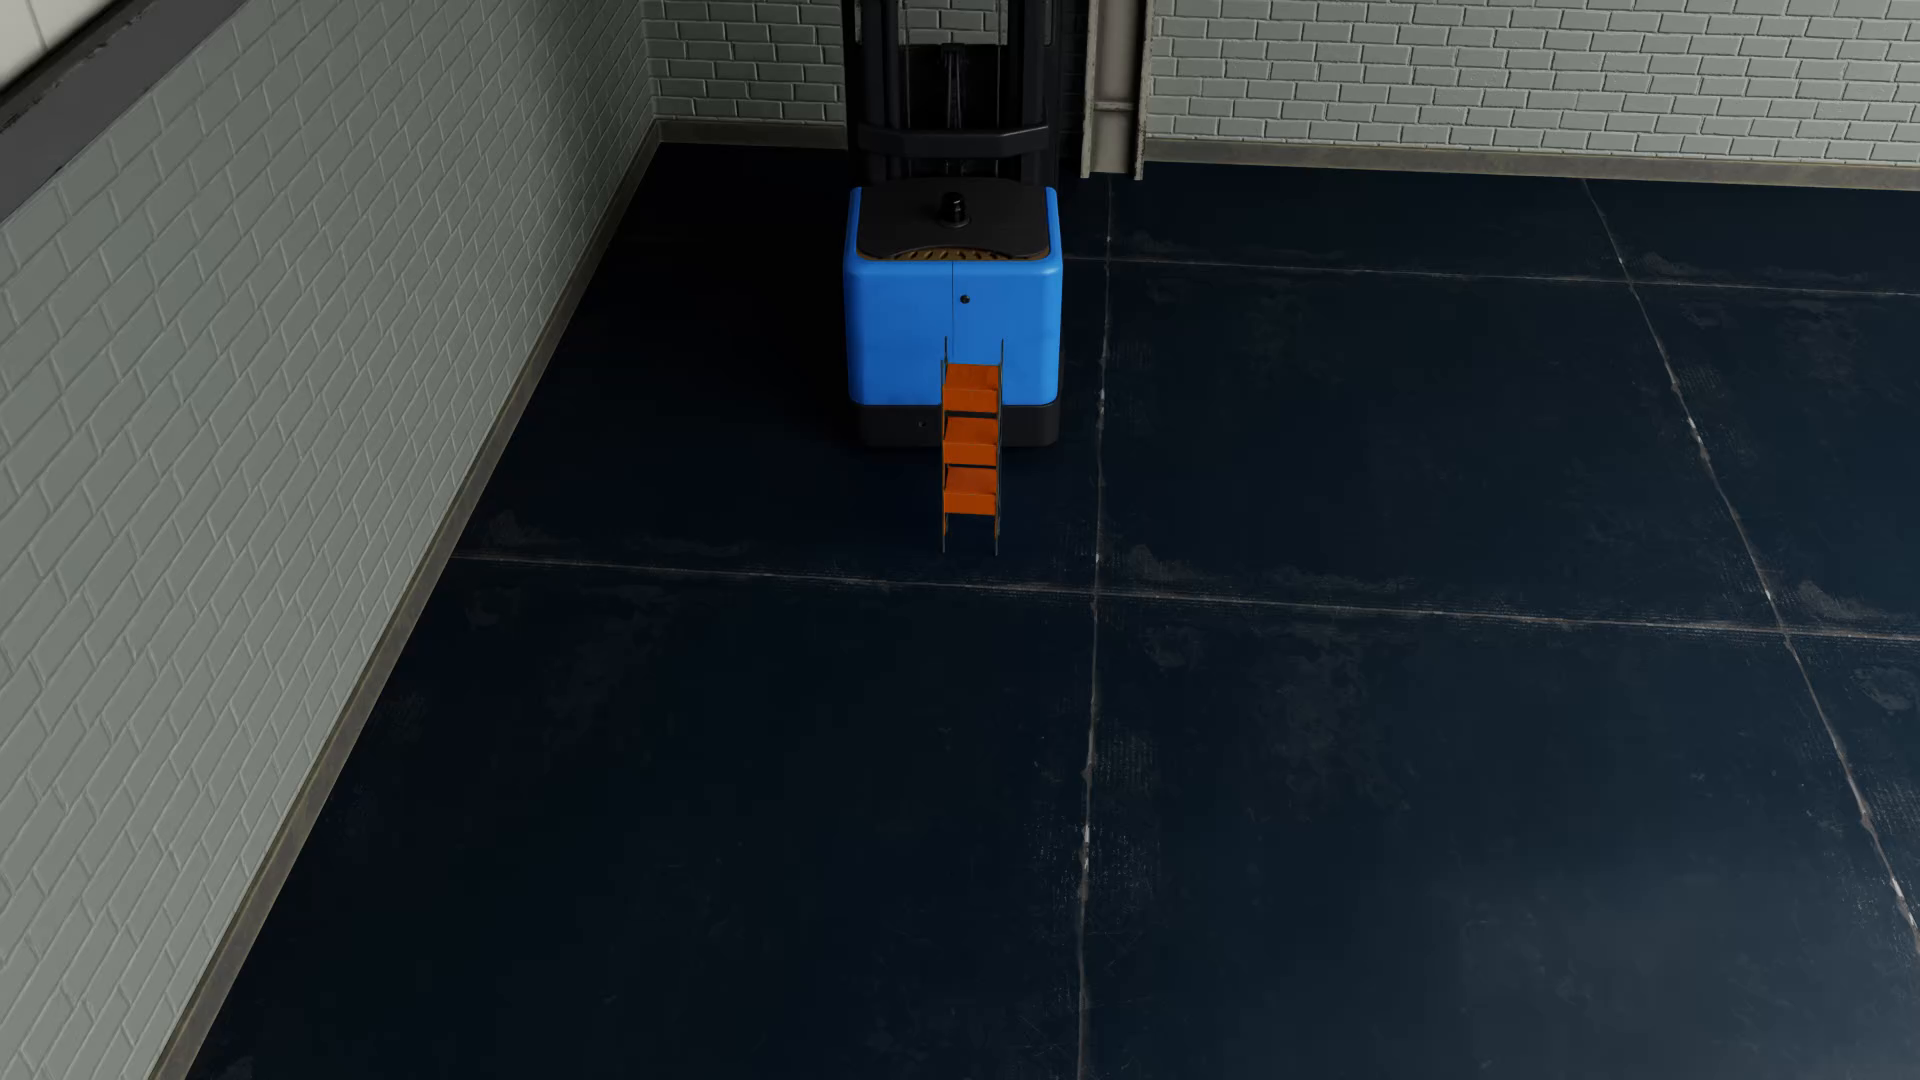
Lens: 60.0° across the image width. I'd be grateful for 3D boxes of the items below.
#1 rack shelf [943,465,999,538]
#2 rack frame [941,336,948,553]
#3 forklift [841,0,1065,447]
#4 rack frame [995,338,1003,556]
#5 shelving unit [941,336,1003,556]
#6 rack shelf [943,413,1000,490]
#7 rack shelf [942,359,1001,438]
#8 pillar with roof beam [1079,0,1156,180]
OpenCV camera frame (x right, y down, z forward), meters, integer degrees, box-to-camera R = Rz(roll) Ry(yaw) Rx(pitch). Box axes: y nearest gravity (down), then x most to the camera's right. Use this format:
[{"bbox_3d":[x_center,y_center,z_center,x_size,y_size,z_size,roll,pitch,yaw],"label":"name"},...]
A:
[{"bbox_3d":[0.053,-0.180,7.597,0.240,0.259,0.215,3,39,4],"label":"rack shelf"},{"bbox_3d":[-0.068,-0.411,7.423,0.008,1.050,0.200,3,39,4],"label":"rack frame"},{"bbox_3d":[-0.033,-2.497,8.496,1.130,2.935,3.031,0,39,0],"label":"forklift"},{"bbox_3d":[0.175,-0.398,7.407,0.008,1.050,0.200,3,39,4],"label":"rack frame"},{"bbox_3d":[0.053,-0.404,7.415,0.252,1.050,0.215,3,39,4],"label":"shelving unit"},{"bbox_3d":[0.053,-0.396,7.422,0.240,0.259,0.215,3,39,4],"label":"rack shelf"},{"bbox_3d":[0.053,-0.616,7.243,0.240,0.259,0.215,3,39,4],"label":"rack shelf"},{"bbox_3d":[0.601,-3.174,4.522,0.400,9.000,9.100,3,39,4],"label":"pillar with roof beam"}]
